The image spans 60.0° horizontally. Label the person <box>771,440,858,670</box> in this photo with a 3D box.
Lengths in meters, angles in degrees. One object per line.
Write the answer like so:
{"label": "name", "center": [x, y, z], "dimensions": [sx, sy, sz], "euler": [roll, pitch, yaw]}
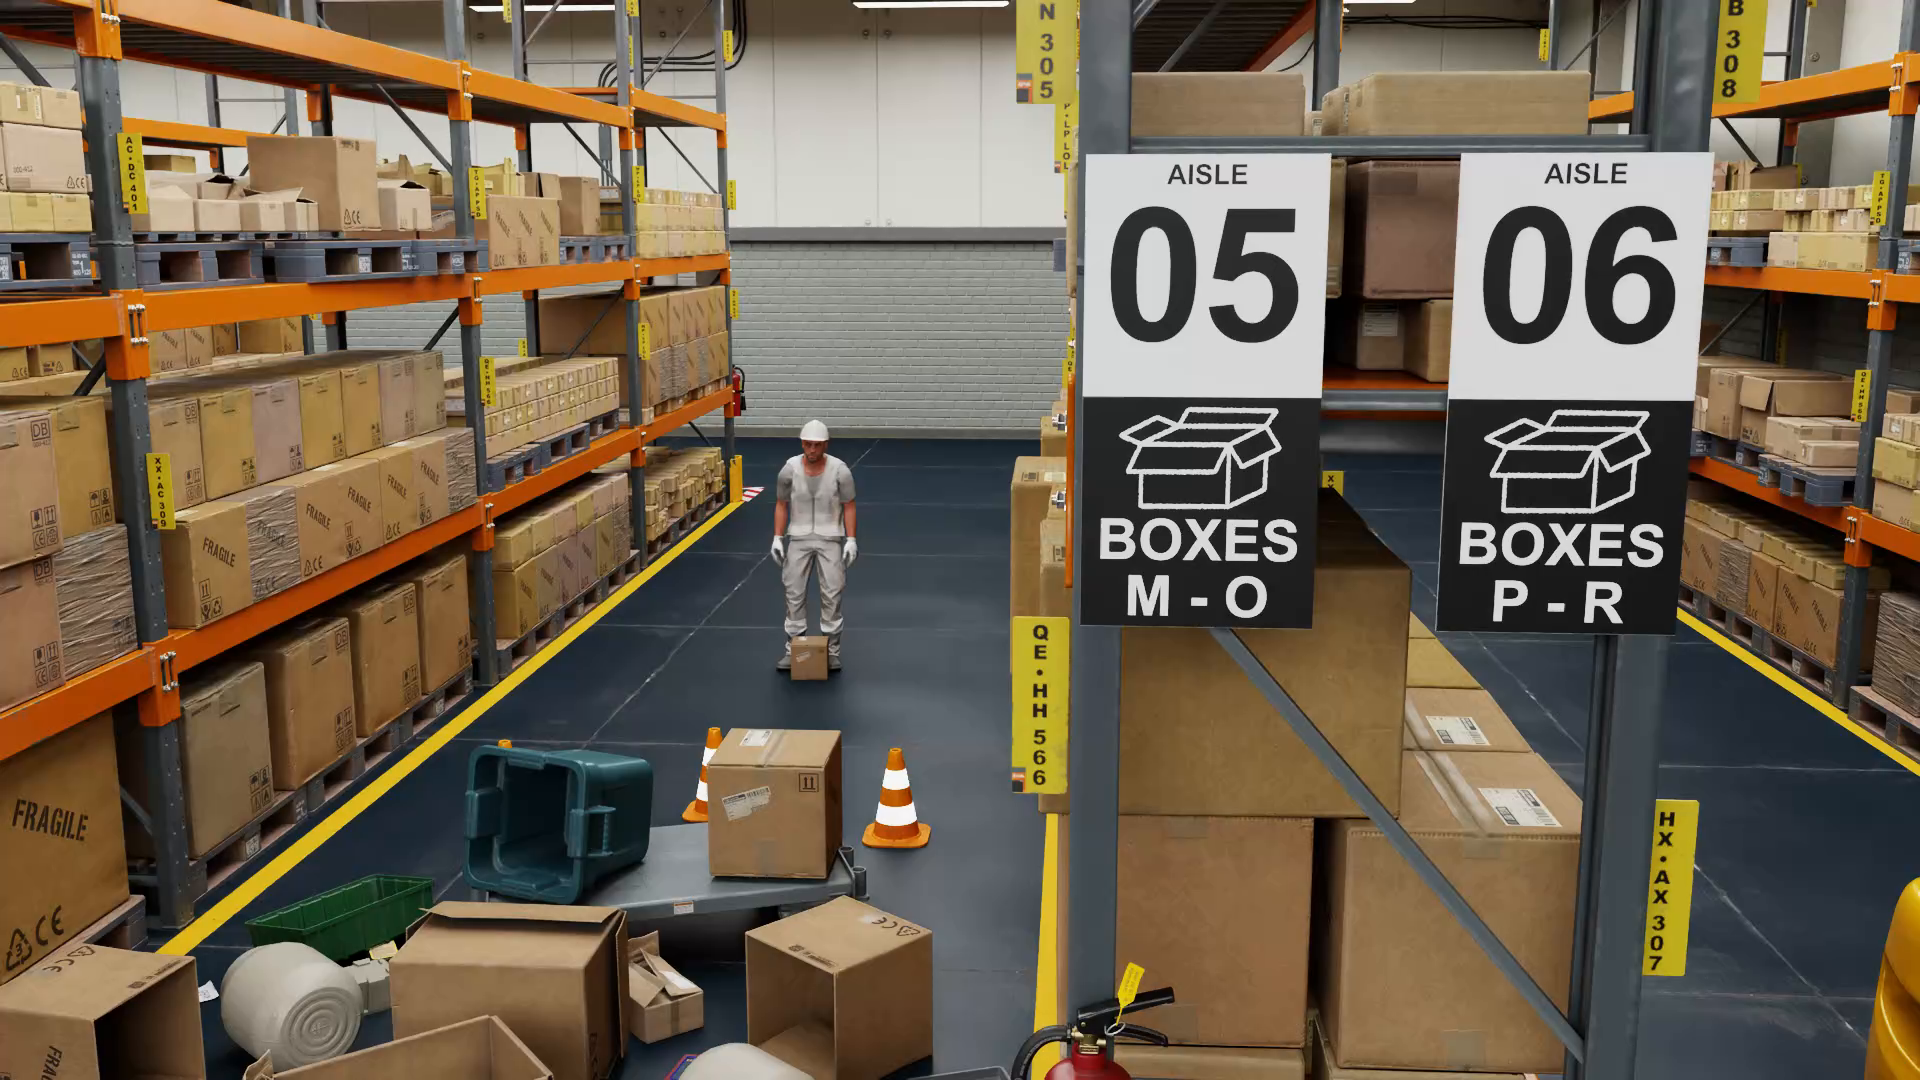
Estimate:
{"label": "person", "center": [-13.994, 1.427, 4.388], "dimensions": [25.708, 1.732, 16.744], "euler": [1, 11, 3]}
